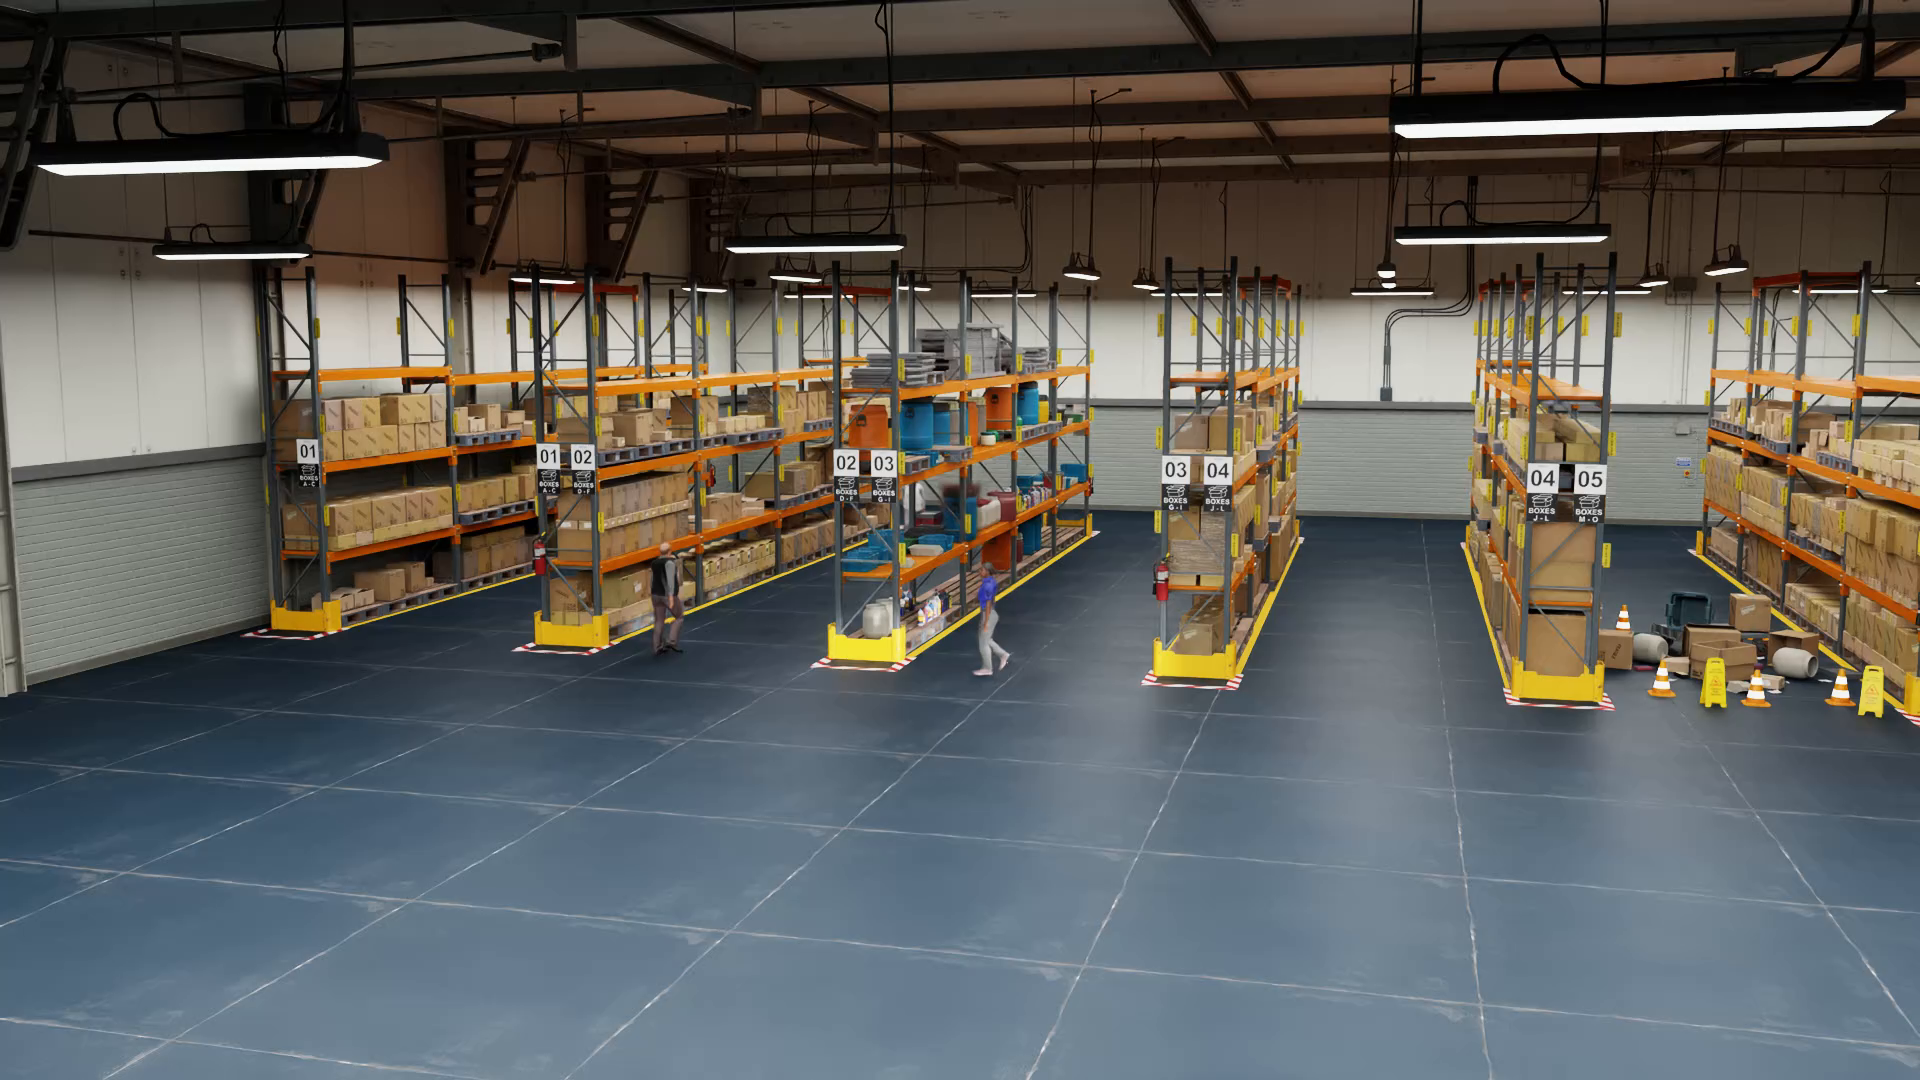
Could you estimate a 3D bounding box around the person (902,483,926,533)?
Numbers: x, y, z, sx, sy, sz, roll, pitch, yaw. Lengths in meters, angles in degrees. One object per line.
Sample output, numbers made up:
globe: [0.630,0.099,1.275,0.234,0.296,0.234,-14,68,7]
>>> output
person: [-1.051,-0.740,38.481,0.547,1.732,0.948,1,7,11]

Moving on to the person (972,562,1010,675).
person: [0.452,1.134,24.030,0.544,1.631,0.473,0,7,1]

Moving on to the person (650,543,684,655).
person: [-4.575,0.898,25.641,0.549,1.710,0.539,4,8,26]
